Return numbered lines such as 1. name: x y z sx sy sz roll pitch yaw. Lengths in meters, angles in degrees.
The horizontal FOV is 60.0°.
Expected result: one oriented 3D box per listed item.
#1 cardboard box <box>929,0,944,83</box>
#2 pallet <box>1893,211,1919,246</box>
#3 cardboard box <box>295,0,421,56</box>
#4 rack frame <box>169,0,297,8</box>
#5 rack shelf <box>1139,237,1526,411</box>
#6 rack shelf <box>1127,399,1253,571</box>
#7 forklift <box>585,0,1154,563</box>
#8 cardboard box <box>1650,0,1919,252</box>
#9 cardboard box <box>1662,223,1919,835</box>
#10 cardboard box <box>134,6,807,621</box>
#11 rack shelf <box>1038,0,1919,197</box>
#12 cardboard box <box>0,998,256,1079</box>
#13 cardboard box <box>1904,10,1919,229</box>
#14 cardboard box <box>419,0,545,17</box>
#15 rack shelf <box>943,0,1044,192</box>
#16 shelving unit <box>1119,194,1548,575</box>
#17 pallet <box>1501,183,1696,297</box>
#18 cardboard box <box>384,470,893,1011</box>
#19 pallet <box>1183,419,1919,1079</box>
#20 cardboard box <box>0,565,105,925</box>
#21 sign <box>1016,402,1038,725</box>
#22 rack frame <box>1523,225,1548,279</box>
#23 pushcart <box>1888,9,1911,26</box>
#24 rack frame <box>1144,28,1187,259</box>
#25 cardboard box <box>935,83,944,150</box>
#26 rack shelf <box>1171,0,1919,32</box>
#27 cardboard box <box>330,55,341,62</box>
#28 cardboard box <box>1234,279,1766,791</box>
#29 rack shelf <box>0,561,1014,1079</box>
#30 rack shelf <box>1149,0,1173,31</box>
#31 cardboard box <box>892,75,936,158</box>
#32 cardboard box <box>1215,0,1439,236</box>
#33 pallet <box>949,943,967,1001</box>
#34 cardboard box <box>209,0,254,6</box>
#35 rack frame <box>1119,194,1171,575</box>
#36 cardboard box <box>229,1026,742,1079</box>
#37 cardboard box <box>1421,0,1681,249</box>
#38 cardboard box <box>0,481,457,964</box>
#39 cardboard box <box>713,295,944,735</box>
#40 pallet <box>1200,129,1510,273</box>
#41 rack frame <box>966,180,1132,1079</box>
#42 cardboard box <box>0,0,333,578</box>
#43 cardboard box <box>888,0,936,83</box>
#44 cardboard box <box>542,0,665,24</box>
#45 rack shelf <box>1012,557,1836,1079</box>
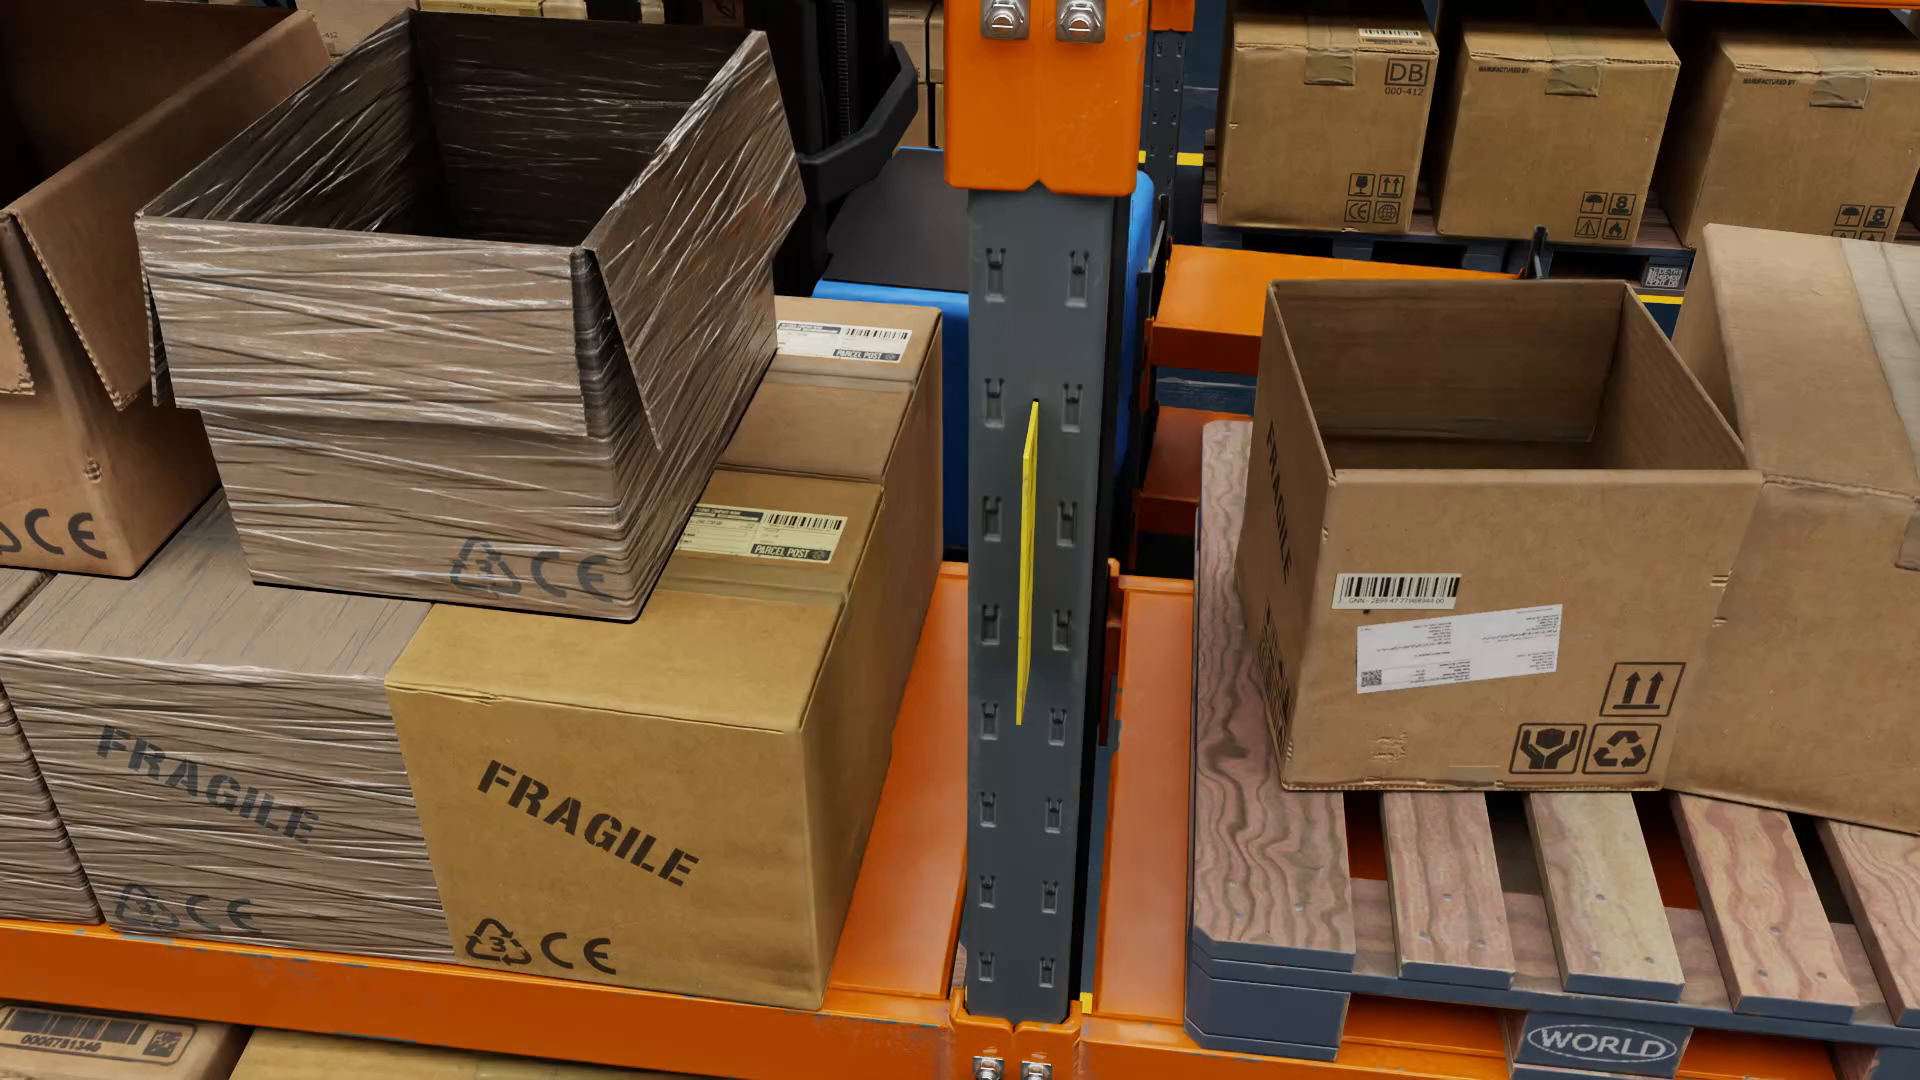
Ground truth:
1. cardboard box: 0.153 -2.029 6.656 0.500 0.250 0.500 3 36 5
2. pallet: 4.058 -1.253 6.825 1.213 0.211 1.003 4 36 6
3. cardboard box: -2.403 -2.219 6.921 0.500 0.250 0.500 3 36 4
4. rack frame: -3.102 -2.967 6.825 0.127 3.000 1.000 4 36 6
5. rack shelf: 1.026 -0.551 4.549 1.000 0.278 0.538 7 36 10
6. rack shelf: 1.026 -0.113 4.861 1.000 0.278 0.538 7 36 10
7. forklift: -0.979 -1.344 4.610 3.031 2.935 1.130 7 36 10
8. cardboard box: 3.249 -1.698 6.622 0.750 0.750 1.050 4 36 6
9. cardboard box: 1.240 -0.031 2.264 0.500 0.500 0.700 9 37 13
10. cardboard box: -0.590 -0.333 2.185 0.637 0.503 0.797 5 36 8
11. rack shelf: 2.117 -0.600 1.546 4.000 0.370 1.077 4 36 6
12. cardboard box: -1.432 0.740 3.098 0.875 0.875 1.225 4 36 6
13. cardboard box: 4.205 -1.624 6.519 0.750 0.750 1.050 4 36 6
14. cardboard box: -1.874 -2.181 6.868 0.500 0.250 0.500 5 36 7
15. rack shelf: -1.851 -0.896 1.961 4.000 0.370 1.077 4 36 6
16. shelving unit: 1.026 -0.312 4.719 1.048 1.125 0.538 7 36 10
17. pallet: 2.844 -1.342 6.949 1.213 0.211 1.003 4 36 6
18. cardboard box: -0.388 0.245 2.238 0.500 0.500 0.500 5 36 7
19. pallet: 0.854 0.249 2.484 1.003 0.211 1.213 4 36 6
20. cardboard box: -1.397 0.168 2.346 0.500 0.500 0.500 3 36 4
21. sign: 0.066 0.028 1.631 0.005 0.325 0.100 4 36 6
22. rack frame: 1.524 -0.252 4.635 0.032 1.125 0.500 7 36 10
23. pushcart: 5.122 -2.850 8.918 0.936 0.377 1.648 -7 36 -10
24. rack frame: 0.865 -2.671 6.410 0.127 3.000 1.000 4 36 6
25. cardboard box: 0.179 -1.722 6.871 0.500 0.500 0.500 4 36 6
26. rack shelf: 2.849 -2.230 6.412 4.000 0.370 1.077 4 36 6
27. cardboard box: -2.403 -1.913 7.138 0.500 0.500 0.500 6 36 8
28. cardboard box: 0.674 -0.015 2.241 0.500 0.500 0.500 0 36 0
29. rack shelf: -1.851 0.325 2.832 4.000 0.370 1.077 4 36 6
30. rack shelf: -1.119 -2.526 6.826 4.000 0.370 1.077 4 36 6
31. cardboard box: -0.335 -1.763 6.928 0.500 0.500 0.500 6 36 8
32. cardboard box: 1.458 -1.829 6.806 0.750 0.750 1.050 4 36 5
33. pallet: -0.639 1.213 3.369 1.213 0.211 1.003 4 36 6
34. cardboard box: -3.418 -2.364 7.561 0.250 0.149 0.380 6 36 8
35. rack frame: 0.528 -0.372 4.803 0.032 1.125 0.500 7 36 10
36. cardboard box: -0.549 0.811 3.000 0.875 0.875 1.225 3 36 4
37. cardboard box: 2.325 -1.766 6.718 0.750 0.750 1.050 5 36 7
38. cardboard box: -0.882 0.205 2.295 0.500 0.500 0.500 4 36 6
39. cardboard box: -0.314 -0.054 2.657 0.500 0.500 0.500 5 36 7
40. pallet: 1.638 -1.434 7.078 1.213 0.211 1.003 4 36 6
41. rack frame: 0.133 0.180 2.416 0.127 3.000 1.000 4 36 6
42. cardboard box: -1.236 -0.383 2.254 0.637 0.503 0.797 5 36 7
43. cardboard box: -0.349 -2.060 6.699 0.500 0.250 0.500 5 36 7
44. cardboard box: -1.369 -2.140 6.811 0.500 0.250 0.500 6 36 8
45. rack shelf: 2.117 0.620 2.418 4.000 0.370 1.077 4 36 6
